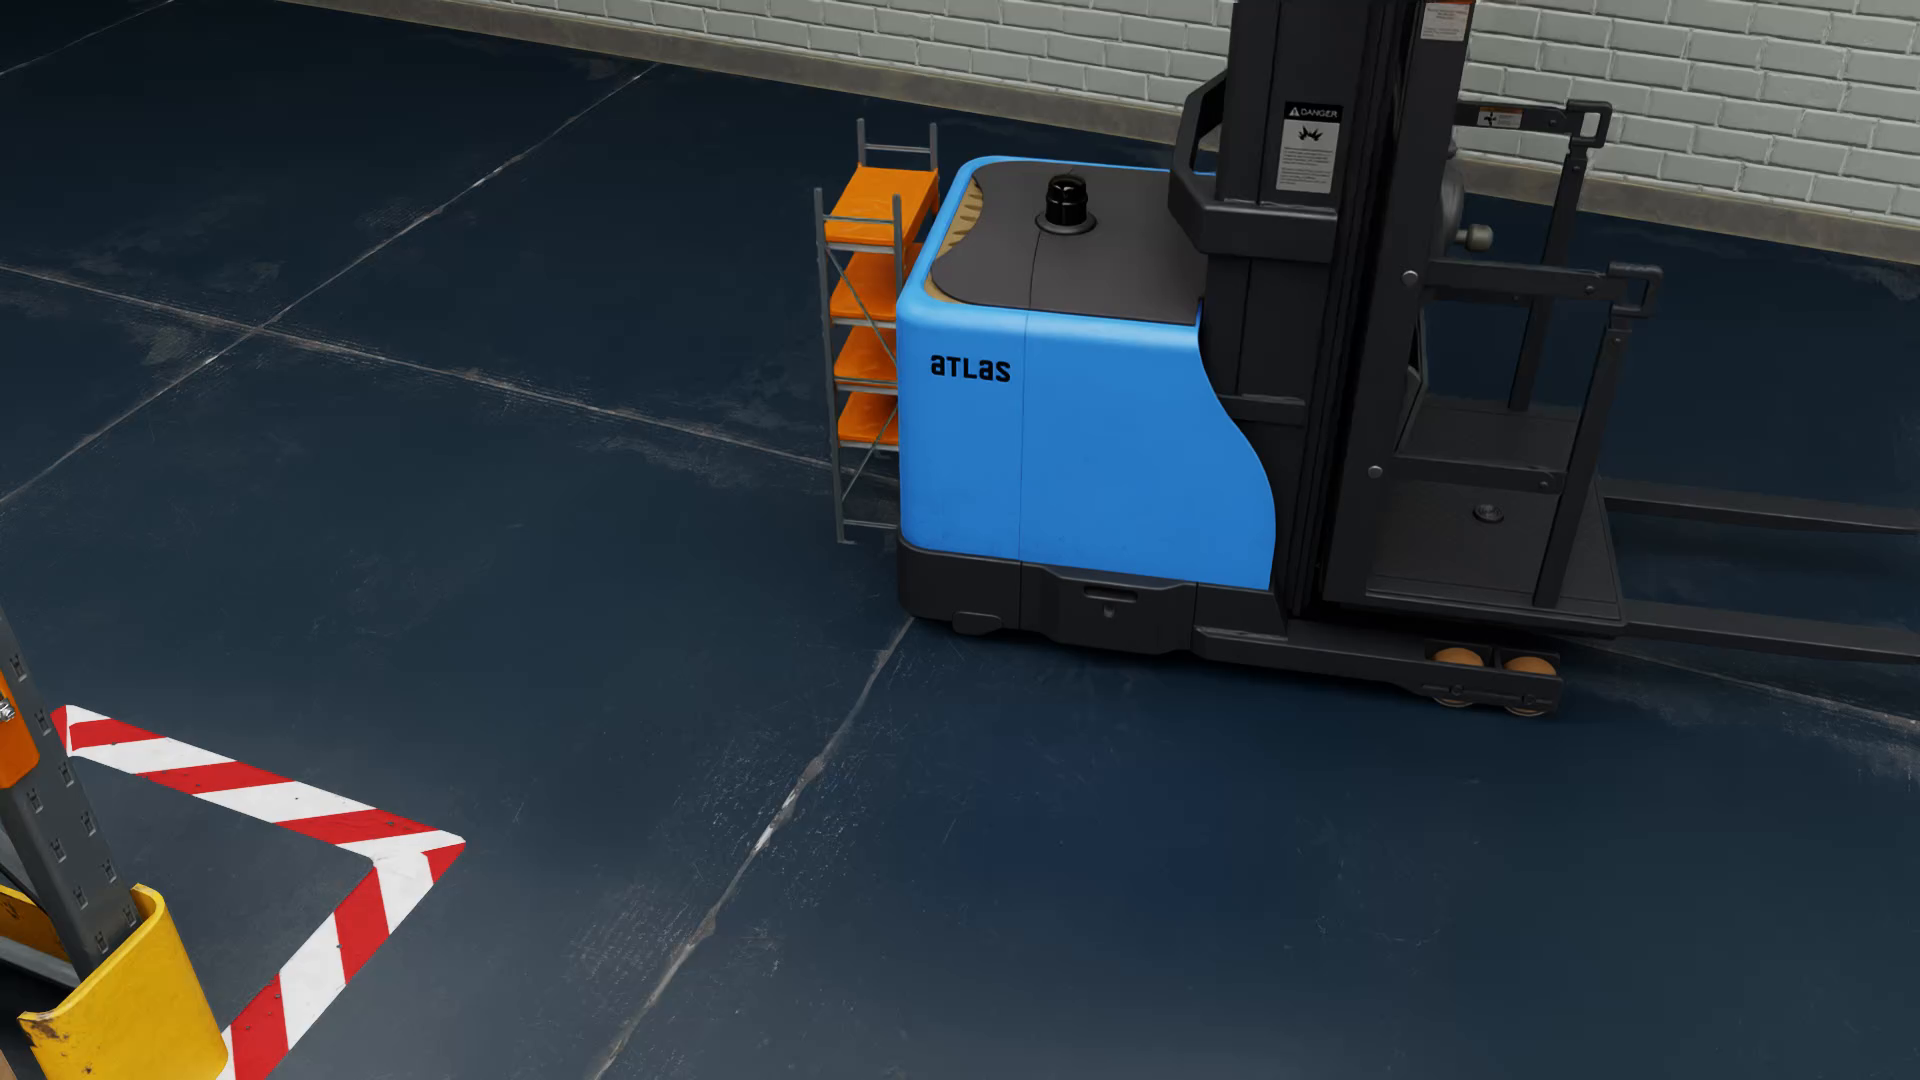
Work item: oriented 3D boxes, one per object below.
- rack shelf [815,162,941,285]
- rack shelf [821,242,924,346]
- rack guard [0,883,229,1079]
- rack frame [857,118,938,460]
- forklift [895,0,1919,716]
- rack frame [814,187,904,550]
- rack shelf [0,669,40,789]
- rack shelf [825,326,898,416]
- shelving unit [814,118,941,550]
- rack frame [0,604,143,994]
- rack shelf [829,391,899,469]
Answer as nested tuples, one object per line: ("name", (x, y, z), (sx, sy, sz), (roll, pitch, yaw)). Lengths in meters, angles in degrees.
("rack shelf", (-0.230, -0.921, 4.821), (0.258, 0.148, 0.480), (6, 37, 9))
("rack shelf", (-0.227, -0.731, 4.962), (0.258, 0.148, 0.480), (6, 37, 9))
("rack guard", (-2.215, 0.903, 3.625), (1.175, 0.500, 0.348), (14, 39, 18))
("rack frame", (-0.179, -0.749, 5.247), (0.240, 1.200, 0.015), (6, 37, 9))
("forklift", (1.386, -1.035, 4.186), (3.031, 2.935, 1.130), (7, 37, 9))
("rack frame", (-0.272, -0.462, 4.864), (0.240, 1.200, 0.015), (6, 37, 9))
("rack shelf", (-2.947, 1.255, 1.666), (1.077, 0.370, 4.000), (14, 39, 18))
("rack shelf", (-0.225, -0.552, 5.096), (0.258, 0.148, 0.480), (6, 37, 9))
("shelving unit", (-0.226, -0.606, 5.056), (0.258, 1.200, 0.503), (6, 37, 9))
("rack frame", (-2.186, -0.141, 2.933), (1.000, 3.000, 0.127), (14, 39, 18))
("rack shelf", (-0.223, -0.392, 5.214), (0.258, 0.148, 0.480), (6, 37, 9))
